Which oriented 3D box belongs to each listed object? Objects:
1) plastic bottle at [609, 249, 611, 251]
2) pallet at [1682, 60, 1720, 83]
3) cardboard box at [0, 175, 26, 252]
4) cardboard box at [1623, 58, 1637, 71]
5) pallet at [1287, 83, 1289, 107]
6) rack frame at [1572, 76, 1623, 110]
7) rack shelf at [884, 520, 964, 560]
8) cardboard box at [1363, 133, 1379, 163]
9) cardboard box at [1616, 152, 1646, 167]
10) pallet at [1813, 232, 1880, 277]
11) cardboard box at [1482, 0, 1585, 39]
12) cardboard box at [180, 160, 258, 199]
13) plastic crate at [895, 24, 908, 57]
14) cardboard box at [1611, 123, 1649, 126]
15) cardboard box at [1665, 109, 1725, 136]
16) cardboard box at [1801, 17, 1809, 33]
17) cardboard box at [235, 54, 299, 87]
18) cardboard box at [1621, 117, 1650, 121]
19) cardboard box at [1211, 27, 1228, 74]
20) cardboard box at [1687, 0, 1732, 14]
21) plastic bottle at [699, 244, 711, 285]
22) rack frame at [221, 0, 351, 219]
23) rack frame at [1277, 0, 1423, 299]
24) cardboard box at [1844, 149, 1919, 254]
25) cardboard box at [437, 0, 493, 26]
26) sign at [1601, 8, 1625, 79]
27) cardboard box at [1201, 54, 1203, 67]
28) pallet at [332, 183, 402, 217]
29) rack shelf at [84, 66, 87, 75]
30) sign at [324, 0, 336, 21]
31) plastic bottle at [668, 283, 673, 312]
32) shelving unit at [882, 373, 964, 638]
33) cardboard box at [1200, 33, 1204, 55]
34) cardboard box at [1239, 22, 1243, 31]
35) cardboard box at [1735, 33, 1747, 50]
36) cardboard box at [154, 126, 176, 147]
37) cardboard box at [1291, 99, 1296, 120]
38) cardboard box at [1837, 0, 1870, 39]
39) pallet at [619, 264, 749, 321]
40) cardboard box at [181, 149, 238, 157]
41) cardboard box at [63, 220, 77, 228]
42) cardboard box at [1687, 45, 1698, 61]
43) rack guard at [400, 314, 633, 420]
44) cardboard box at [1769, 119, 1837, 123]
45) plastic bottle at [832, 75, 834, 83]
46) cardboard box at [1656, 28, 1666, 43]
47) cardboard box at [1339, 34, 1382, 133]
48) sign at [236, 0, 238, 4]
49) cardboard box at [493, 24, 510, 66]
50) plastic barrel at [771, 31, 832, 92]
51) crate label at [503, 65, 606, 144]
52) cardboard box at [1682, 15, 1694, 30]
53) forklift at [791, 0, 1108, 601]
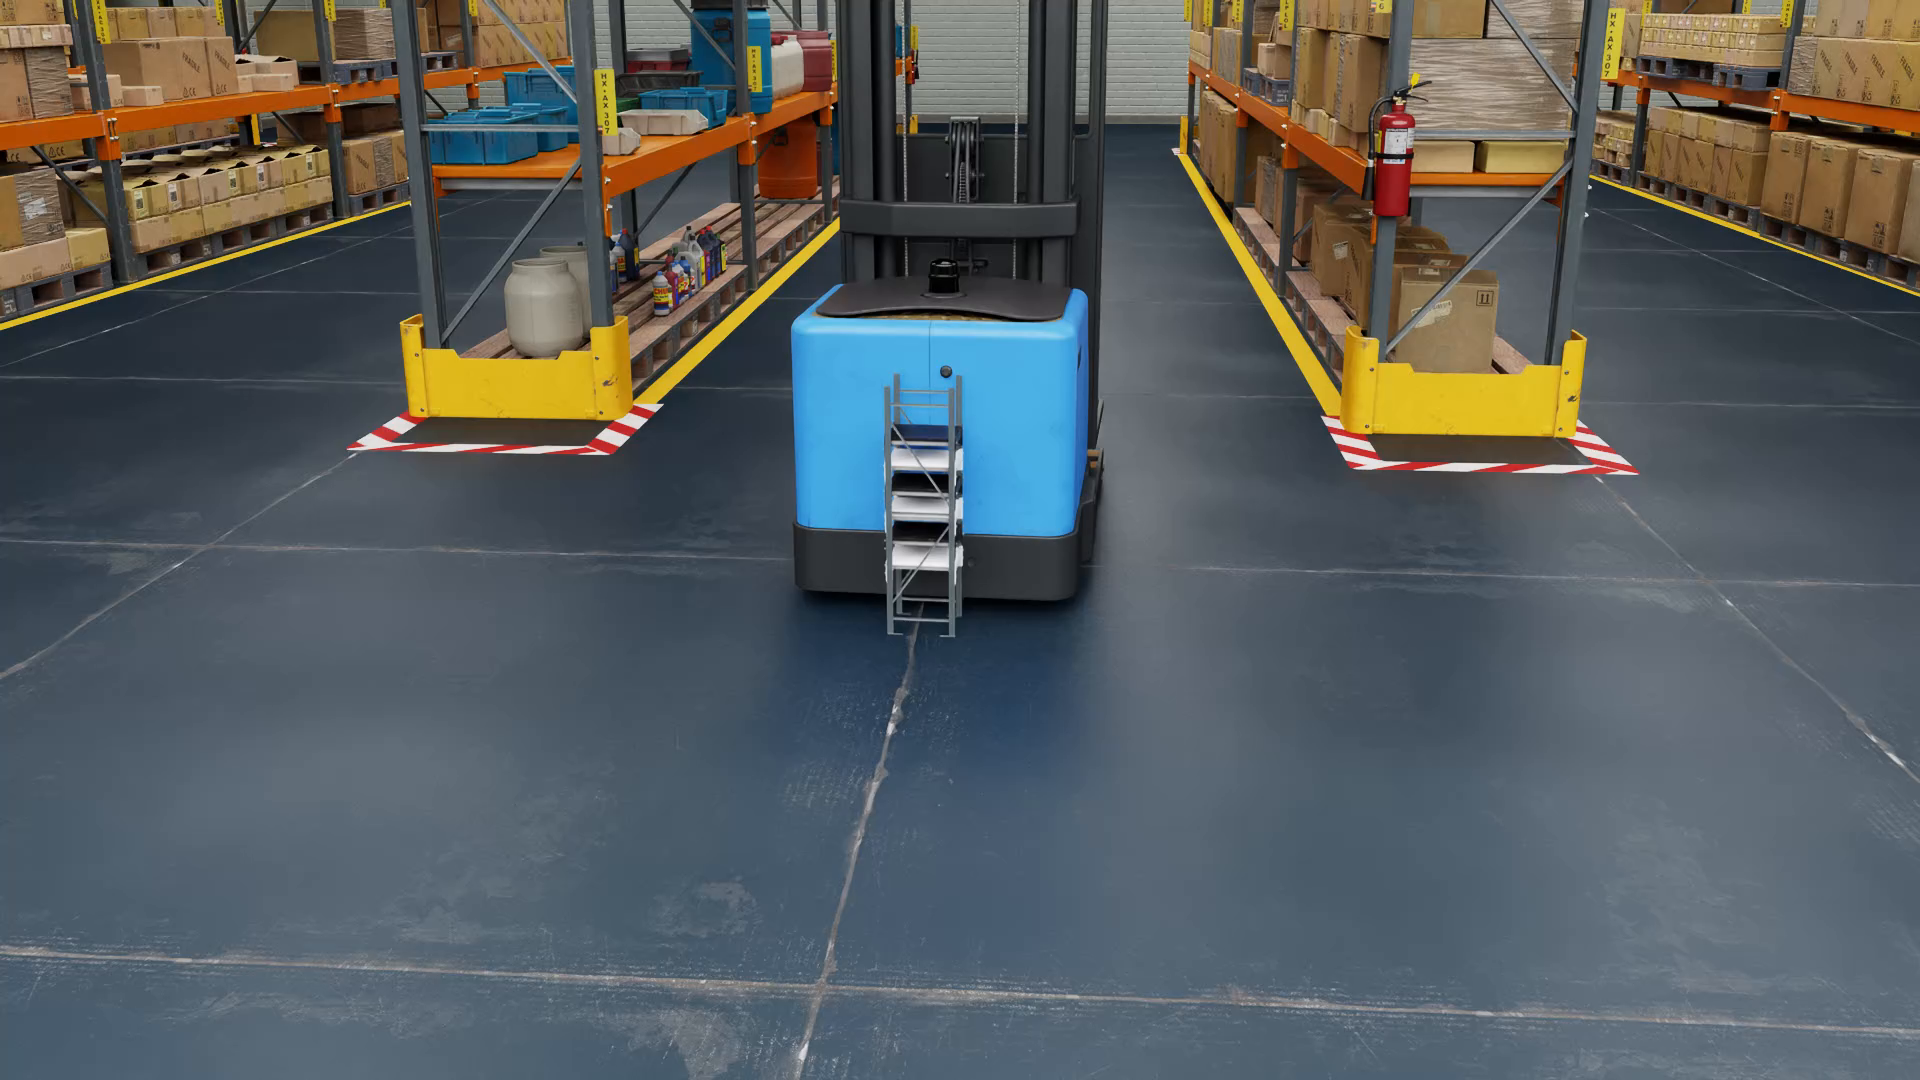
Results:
[{"bbox_3d":[-2.544,-1.996,11.746,0.144,0.351,0.185,1,18,2],"label":"plastic bottle"},{"bbox_3d":[8.210,-4.860,17.247,1.003,0.211,1.213,1,18,4],"label":"pallet"},{"bbox_3d":[-6.893,-2.248,11.503,0.500,0.500,0.500,1,18,4],"label":"cardboard box"},{"bbox_3d":[8.092,-5.635,19.707,0.380,0.149,0.250,1,18,2],"label":"cardboard box"},{"bbox_3d":[3.082,-3.379,12.725,1.003,0.211,1.213,1,18,4],"label":"pallet"},{"bbox_3d":[8.682,-6.820,22.921,1.000,3.000,0.127,1,18,4],"label":"rack frame"},{"bbox_3d":[-0.125,-0.002,5.880,0.258,0.077,0.200,2,18,7],"label":"rack shelf"},{"bbox_3d":[2.395,-2.123,8.990,0.380,0.149,0.250,1,18,4],"label":"cardboard box"},{"bbox_3d":[8.084,-4.552,19.903,0.380,0.149,0.250,2,18,5],"label":"cardboard box"},{"bbox_3d":[7.887,-2.390,13.877,1.003,0.211,1.213,1,18,4],"label":"pallet"},{"bbox_3d":[2.906,-2.822,8.474,0.500,0.500,0.500,1,18,4],"label":"cardboard box"},{"bbox_3d":[-6.612,-3.218,14.766,0.500,0.311,0.500,2,18,5],"label":"cardboard box"},{"bbox_3d":[-1.036,-7.010,23.347,0.616,0.435,0.499,1,18,4],"label":"plastic crate"},{"bbox_3d":[8.247,-5.058,20.492,0.380,0.149,0.250,2,18,6],"label":"cardboard box"},{"bbox_3d":[8.043,-4.557,18.149,0.500,0.250,0.500,2,18,5],"label":"cardboard box"},{"bbox_3d":[8.374,-4.997,16.131,0.380,0.149,0.250,1,18,4],"label":"cardboard box"},{"bbox_3d":[-6.782,-4.546,16.122,0.500,0.311,0.500,2,18,7],"label":"cardboard box"},{"bbox_3d":[8.755,-5.375,21.457,0.380,0.149,0.250,1,18,2],"label":"cardboard box"},{"bbox_3d":[3.173,-5.630,19.128,0.500,0.500,0.500,1,18,4],"label":"cardboard box"},{"bbox_3d":[8.671,-6.377,19.323,0.500,0.500,0.500,2,18,5],"label":"cardboard box"},{"bbox_3d":[-1.801,-1.947,11.703,0.061,0.283,0.133,3,18,8],"label":"plastic bottle"},{"bbox_3d":[-6.712,-4.700,16.450,1.000,3.000,0.127,1,18,4],"label":"rack frame"},{"bbox_3d":[2.882,-3.236,11.980,1.000,3.000,0.127,1,18,4],"label":"rack frame"},{"bbox_3d":[7.850,-2.718,13.340,1.050,0.750,0.750,1,18,4],"label":"cardboard box"},{"bbox_3d":[-6.111,-6.605,20.498,0.500,0.500,0.500,2,18,5],"label":"cardboard box"},{"bbox_3d":[3.136,-2.393,8.017,0.100,0.325,0.005,1,18,4],"label":"sign"},{"bbox_3d":[3.224,-6.022,20.889,0.380,0.149,0.250,2,18,5],"label":"cardboard box"},{"bbox_3d":[-6.621,-3.606,17.589,1.003,0.211,1.213,1,18,4],"label":"pallet"},{"bbox_3d":[-11.223,-6.331,22.583,1.077,0.370,4.000,1,18,4],"label":"rack shelf"},{"bbox_3d":[-6.158,-5.239,16.235,0.100,0.325,0.005,1,18,4],"label":"sign"},{"bbox_3d":[-1.897,-1.571,10.689,0.097,0.201,0.097,0,18,0],"label":"plastic bottle"},{"bbox_3d":[-0.125,-0.119,5.841,0.258,0.900,0.210,2,18,7],"label":"shelving unit"},{"bbox_3d":[3.296,-6.253,20.951,0.500,0.250,0.500,2,18,5],"label":"cardboard box"},{"bbox_3d":[3.328,-5.640,17.545,0.797,0.503,0.637,2,18,6],"label":"cardboard box"},{"bbox_3d":[7.707,-4.804,16.018,0.380,0.149,0.250,2,18,6],"label":"cardboard box"},{"bbox_3d":[-11.132,-5.609,22.563,0.700,0.500,0.500,2,18,5],"label":"cardboard box"},{"bbox_3d":[2.567,-3.056,11.836,0.380,0.149,0.250,1,18,4],"label":"cardboard box"},{"bbox_3d":[8.032,-4.562,14.262,0.700,0.500,0.500,1,18,3],"label":"cardboard box"},{"bbox_3d":[-2.148,-1.813,12.118,1.003,0.211,1.213,1,18,4],"label":"pallet"},{"bbox_3d":[-7.072,-3.540,15.751,0.500,0.311,0.500,1,18,3],"label":"cardboard box"},{"bbox_3d":[-7.258,-2.486,13.434,0.500,0.250,0.500,1,18,3],"label":"cardboard box"},{"bbox_3d":[7.799,-5.062,17.284,0.380,0.149,0.250,0,18,1],"label":"cardboard box"},{"bbox_3d":[-2.387,-0.941,8.991,1.175,0.500,0.348,1,18,4],"label":"rack guard"},{"bbox_3d":[8.436,-4.070,16.663,0.500,0.250,0.500,1,18,3],"label":"cardboard box"},{"bbox_3d":[-1.330,-4.844,17.078,0.061,0.283,0.133,1,18,4],"label":"plastic bottle"},{"bbox_3d":[7.874,-5.527,18.224,0.380,0.149,0.250,2,18,5],"label":"cardboard box"},{"bbox_3d":[2.578,-2.510,9.129,0.875,0.500,0.500,1,18,4],"label":"cardboard box"},{"bbox_3d":[-10.539,-7.941,24.099,0.100,0.325,0.005,1,18,4],"label":"sign"},{"bbox_3d":[-6.083,-6.301,21.176,0.500,0.500,0.500,2,18,5],"label":"cardboard box"},{"bbox_3d":[-1.503,-4.502,15.627,0.600,0.536,0.708,1,18,4],"label":"plastic barrel"},{"bbox_3d":[-2.483,-2.698,10.284,0.502,0.435,0.616,1,18,4],"label":"crate label"},{"bbox_3d":[7.817,-5.427,17.443,0.380,0.149,0.250,2,18,6],"label":"cardboard box"},{"bbox_3d":[0.077,-1.588,7.061,1.130,2.935,3.031,2,18,7],"label":"forklift"}]
